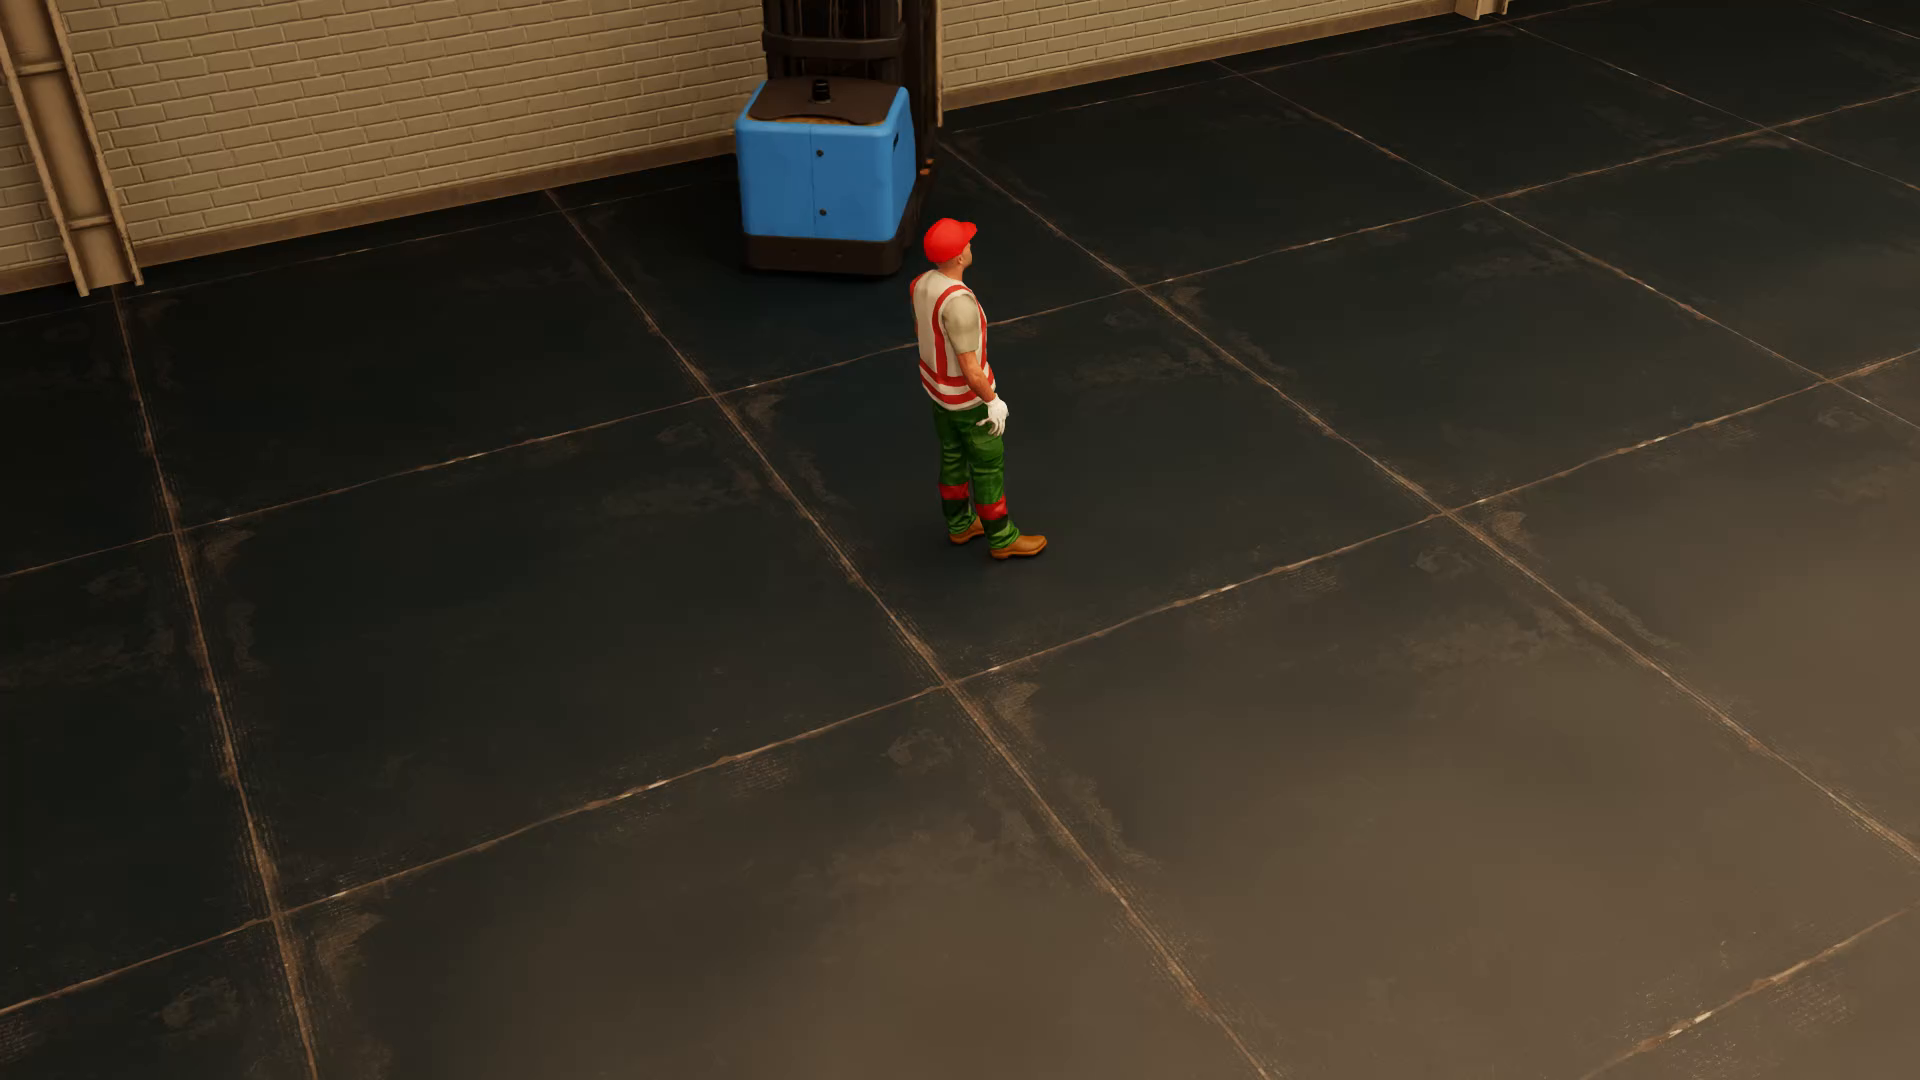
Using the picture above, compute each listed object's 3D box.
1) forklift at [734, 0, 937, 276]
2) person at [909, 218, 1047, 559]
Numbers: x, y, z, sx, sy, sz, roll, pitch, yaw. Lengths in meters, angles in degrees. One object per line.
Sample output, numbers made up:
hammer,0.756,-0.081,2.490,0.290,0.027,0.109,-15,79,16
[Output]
forklift,-0.766,-3.786,11.479,1.130,2.935,3.031,4,35,6
person,0.076,-0.752,8.163,0.564,1.787,0.637,-17,39,-23
